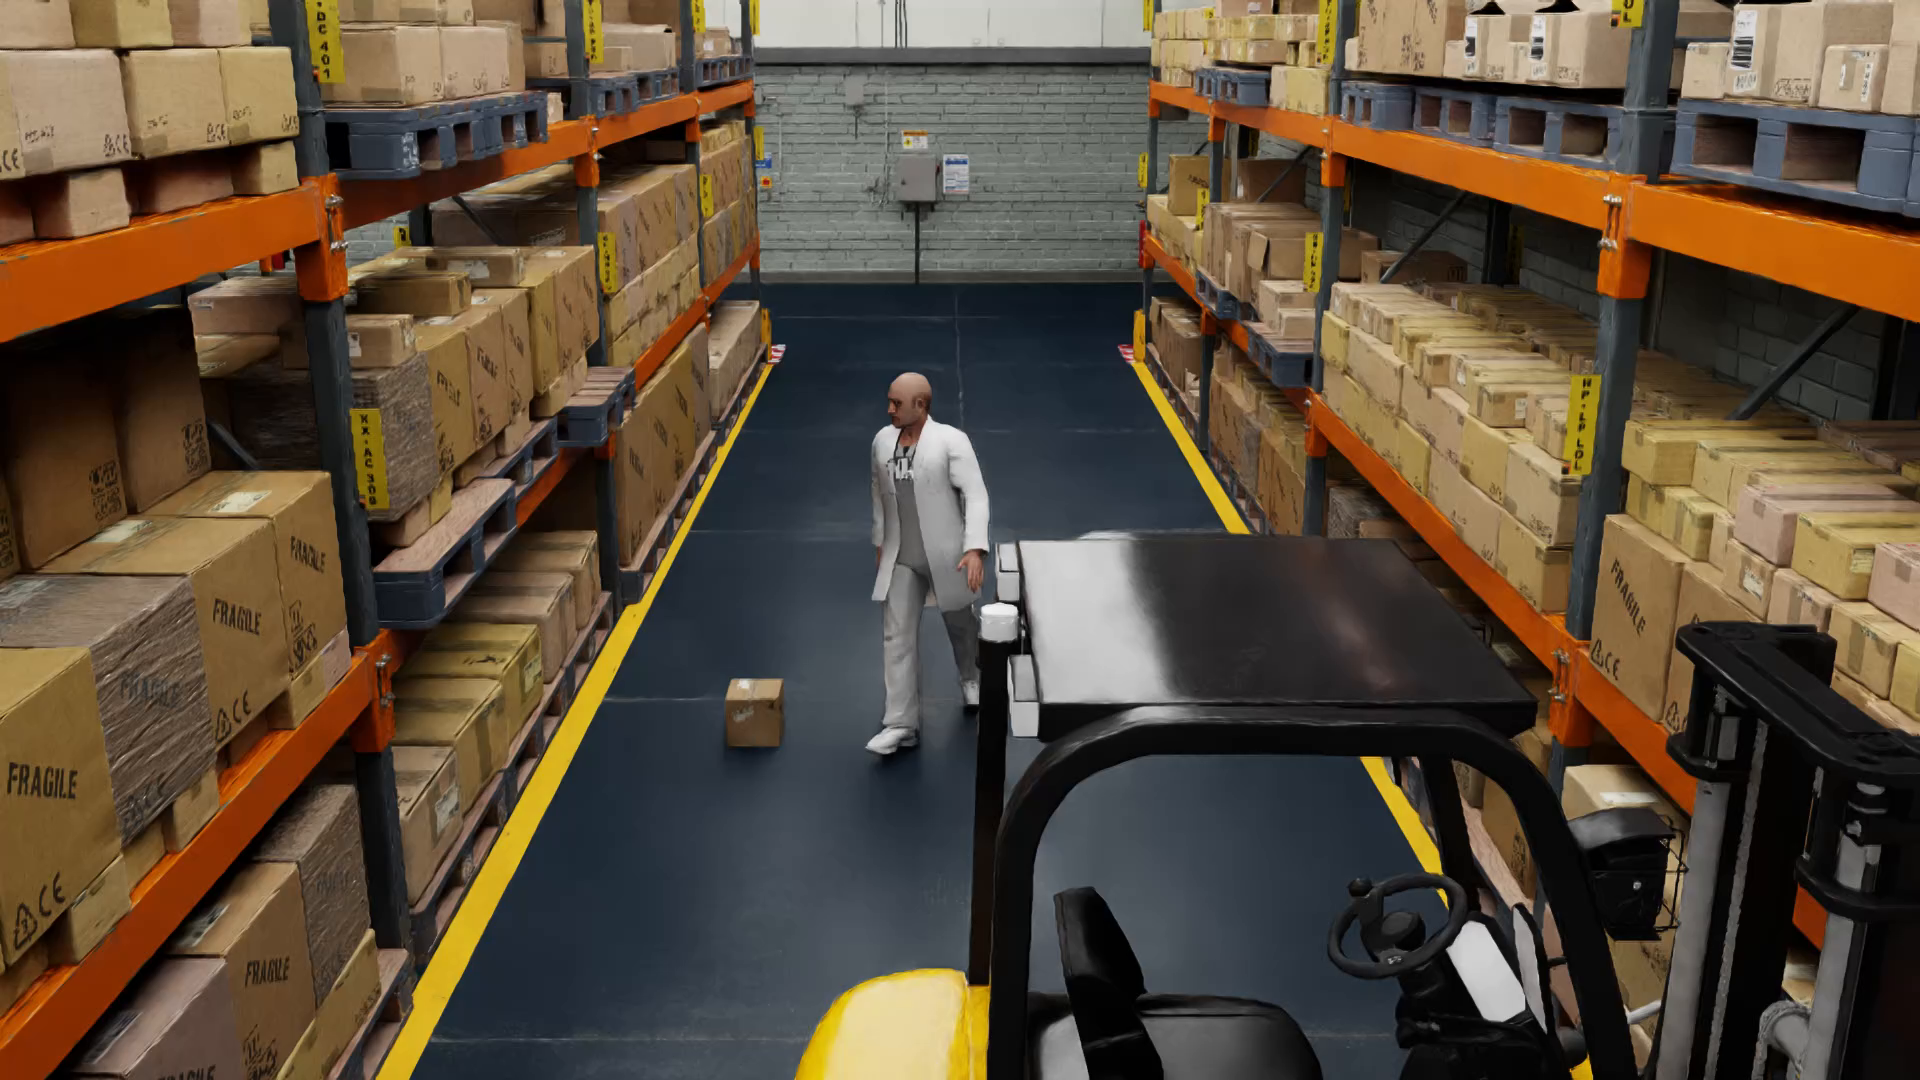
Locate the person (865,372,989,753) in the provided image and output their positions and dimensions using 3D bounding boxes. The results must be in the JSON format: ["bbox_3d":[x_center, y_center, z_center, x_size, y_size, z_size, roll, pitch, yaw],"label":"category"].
[{"bbox_3d":[-0.151,0.078,7.841,0.732,1.734,1.086,7,18,21],"label":"person"}]
